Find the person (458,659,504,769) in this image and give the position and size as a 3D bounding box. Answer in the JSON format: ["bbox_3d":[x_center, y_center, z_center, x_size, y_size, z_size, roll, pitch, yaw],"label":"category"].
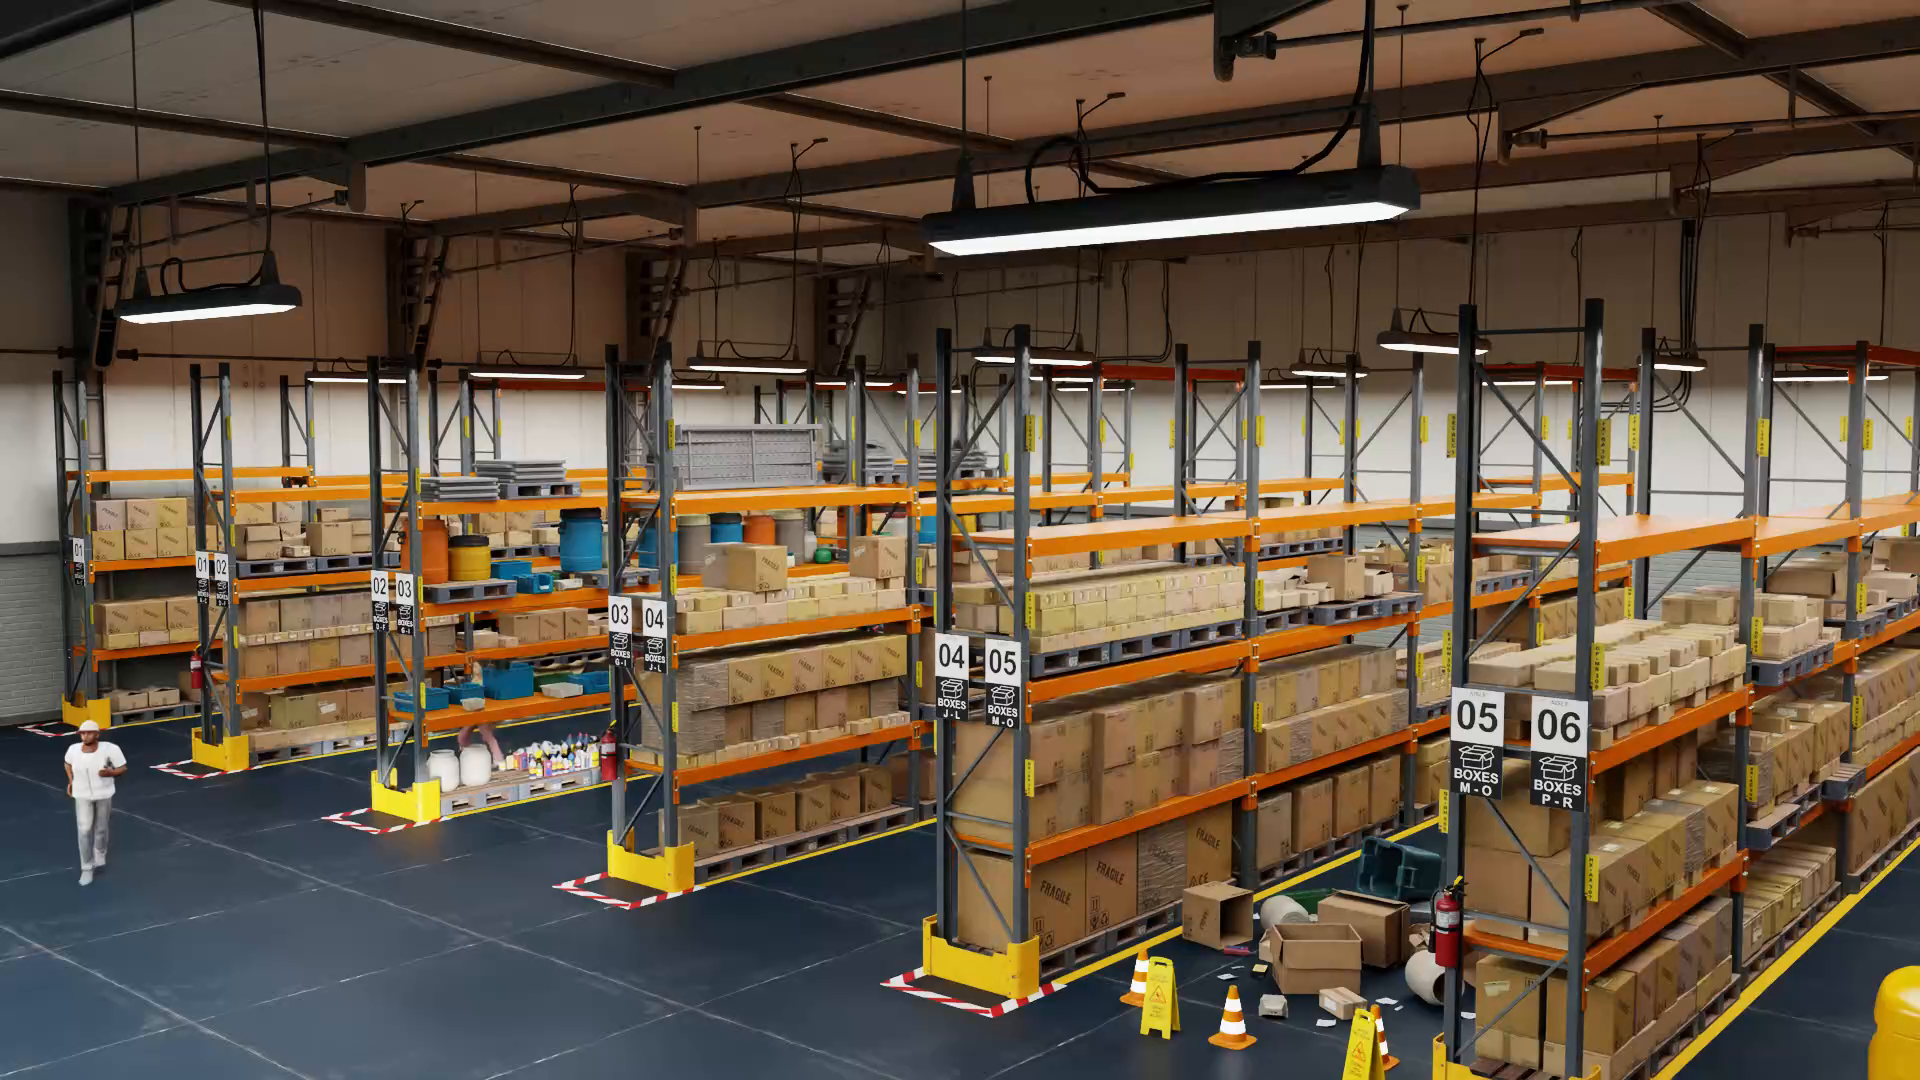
[{"bbox_3d":[-6.969,2.582,24.196,0.545,1.724,0.739,3,5,32],"label":"person"}]

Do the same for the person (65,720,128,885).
[{"bbox_3d":[-9.782,2.933,18.837,0.665,1.831,0.788,-2,4,-21],"label":"person"}]
